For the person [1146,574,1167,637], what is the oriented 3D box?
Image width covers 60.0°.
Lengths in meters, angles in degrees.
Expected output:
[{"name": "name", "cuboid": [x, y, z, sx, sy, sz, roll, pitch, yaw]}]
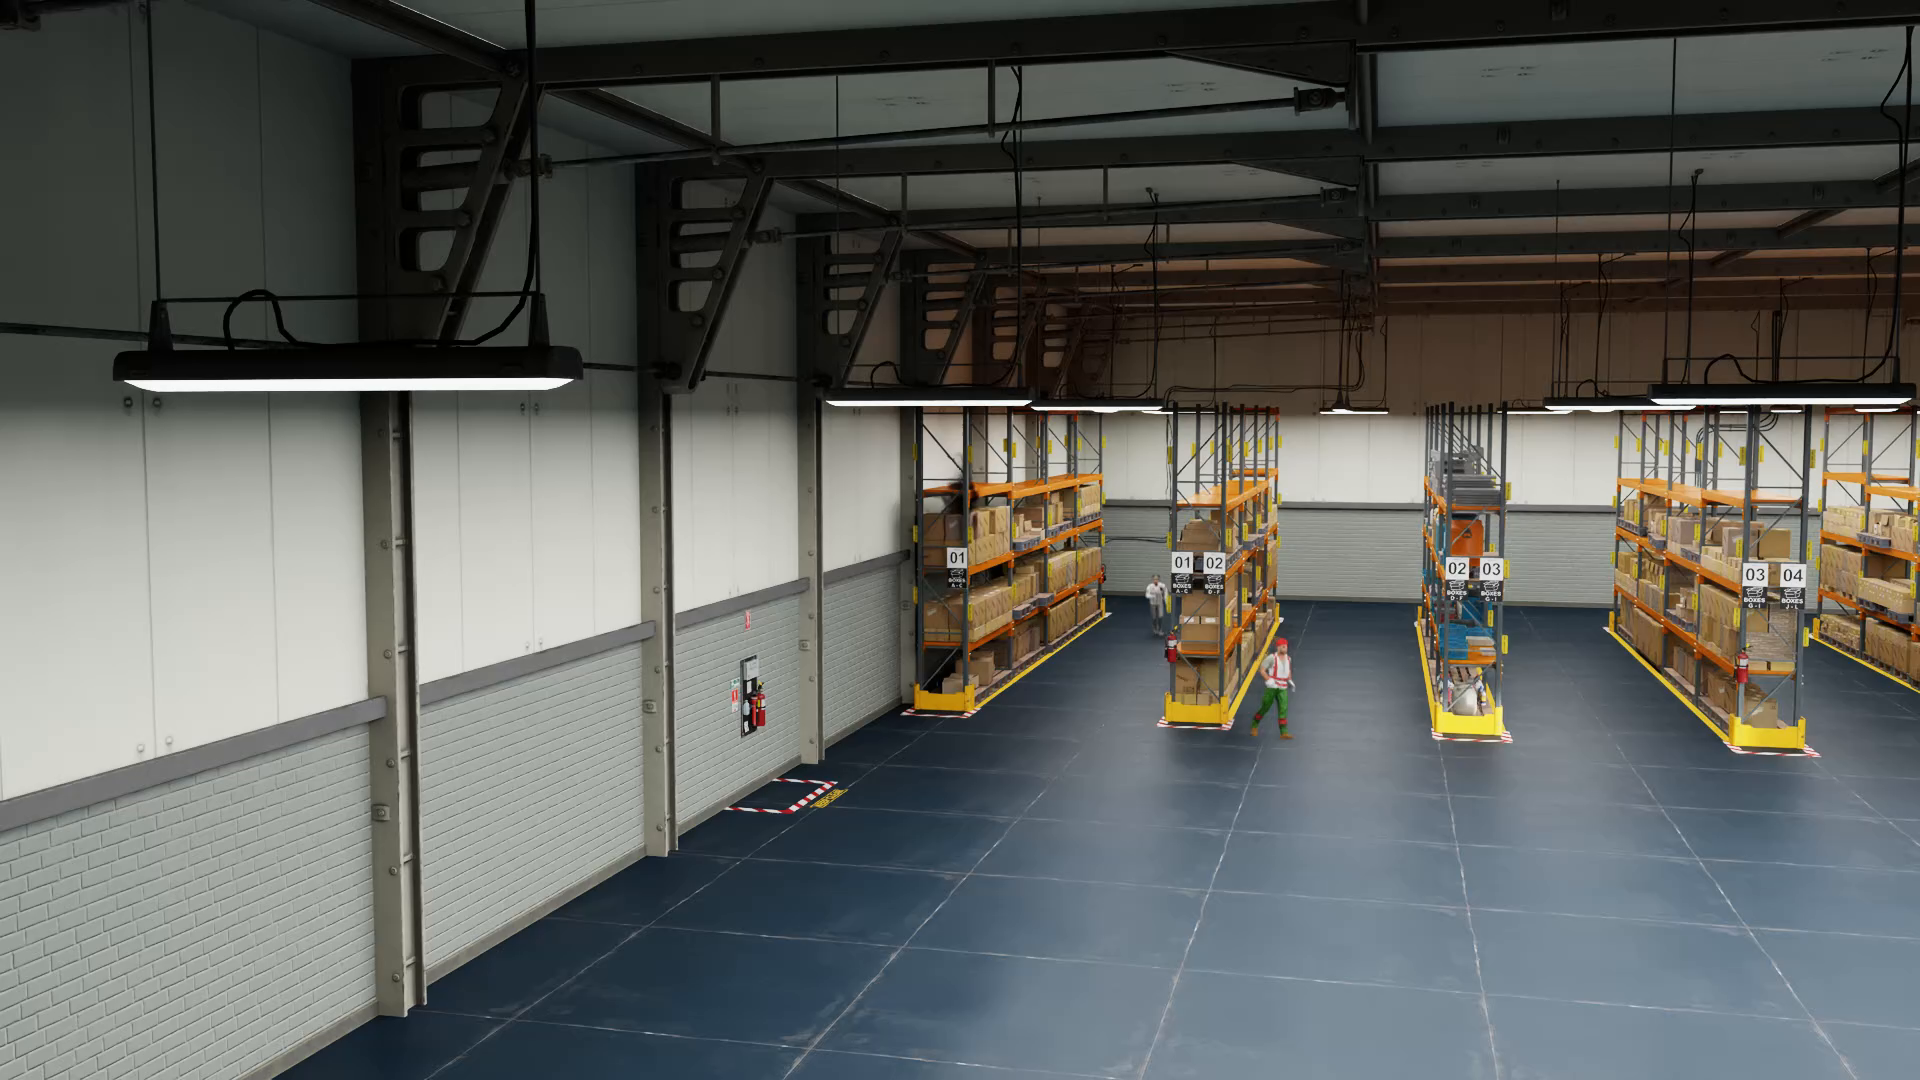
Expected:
[{"name": "person", "cuboid": [5.140, 1.689, 43.500, 0.542, 1.635, 0.920, 1, 4, 8]}]

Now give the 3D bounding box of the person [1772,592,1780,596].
[{"name": "person", "cuboid": [20.701, 1.753, 42.058, 0.720, 1.751, 0.687, 1, 4, 18]}]

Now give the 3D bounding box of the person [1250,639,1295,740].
[{"name": "person", "cuboid": [5.645, 2.622, 29.406, 0.706, 1.767, 1.006, -2, 5, -25]}]
